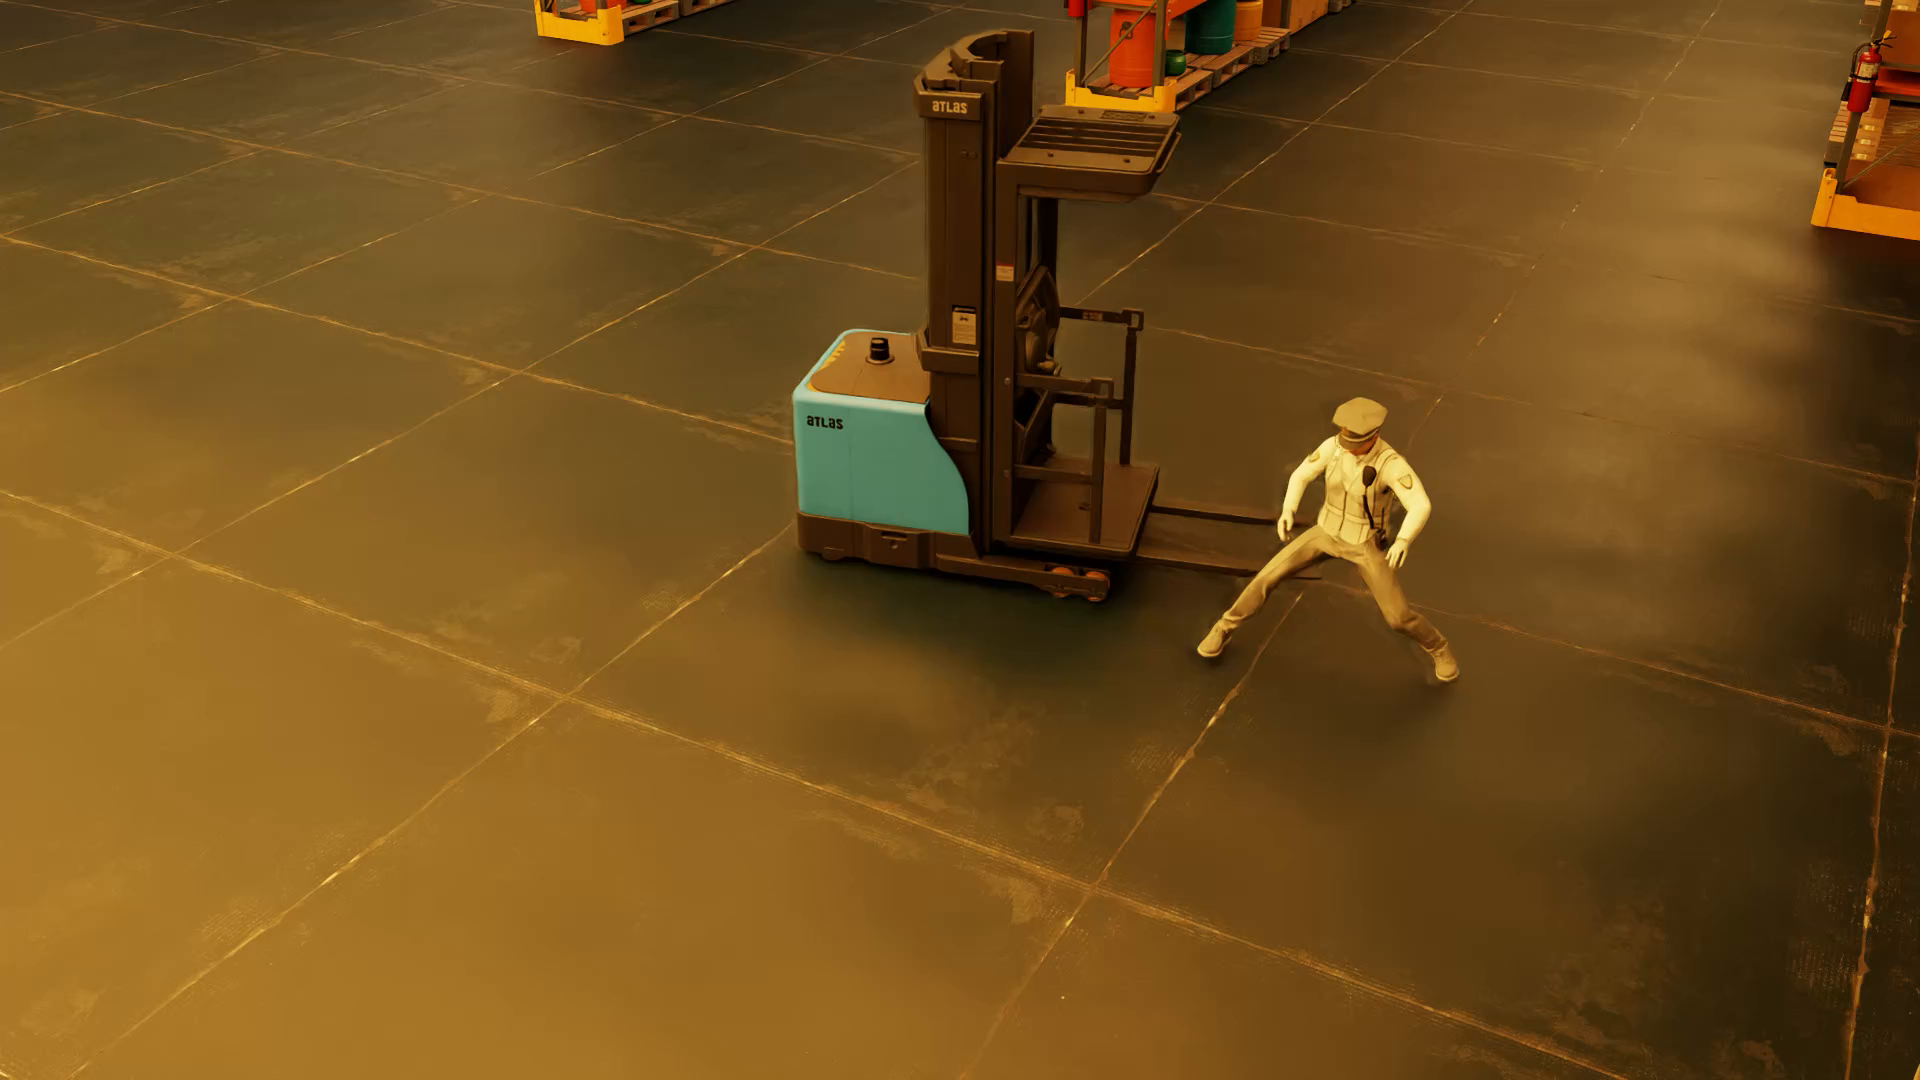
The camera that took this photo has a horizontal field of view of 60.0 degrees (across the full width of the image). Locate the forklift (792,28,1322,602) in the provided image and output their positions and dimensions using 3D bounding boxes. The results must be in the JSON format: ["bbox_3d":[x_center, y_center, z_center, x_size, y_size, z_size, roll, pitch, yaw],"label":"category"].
[{"bbox_3d":[0.616,-1.216,9.178,3.031,2.935,1.130,7,31,13],"label":"forklift"}]

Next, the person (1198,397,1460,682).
[{"bbox_3d":[1.961,0.017,8.446,1.163,1.486,0.912,24,38,36],"label":"person"}]
